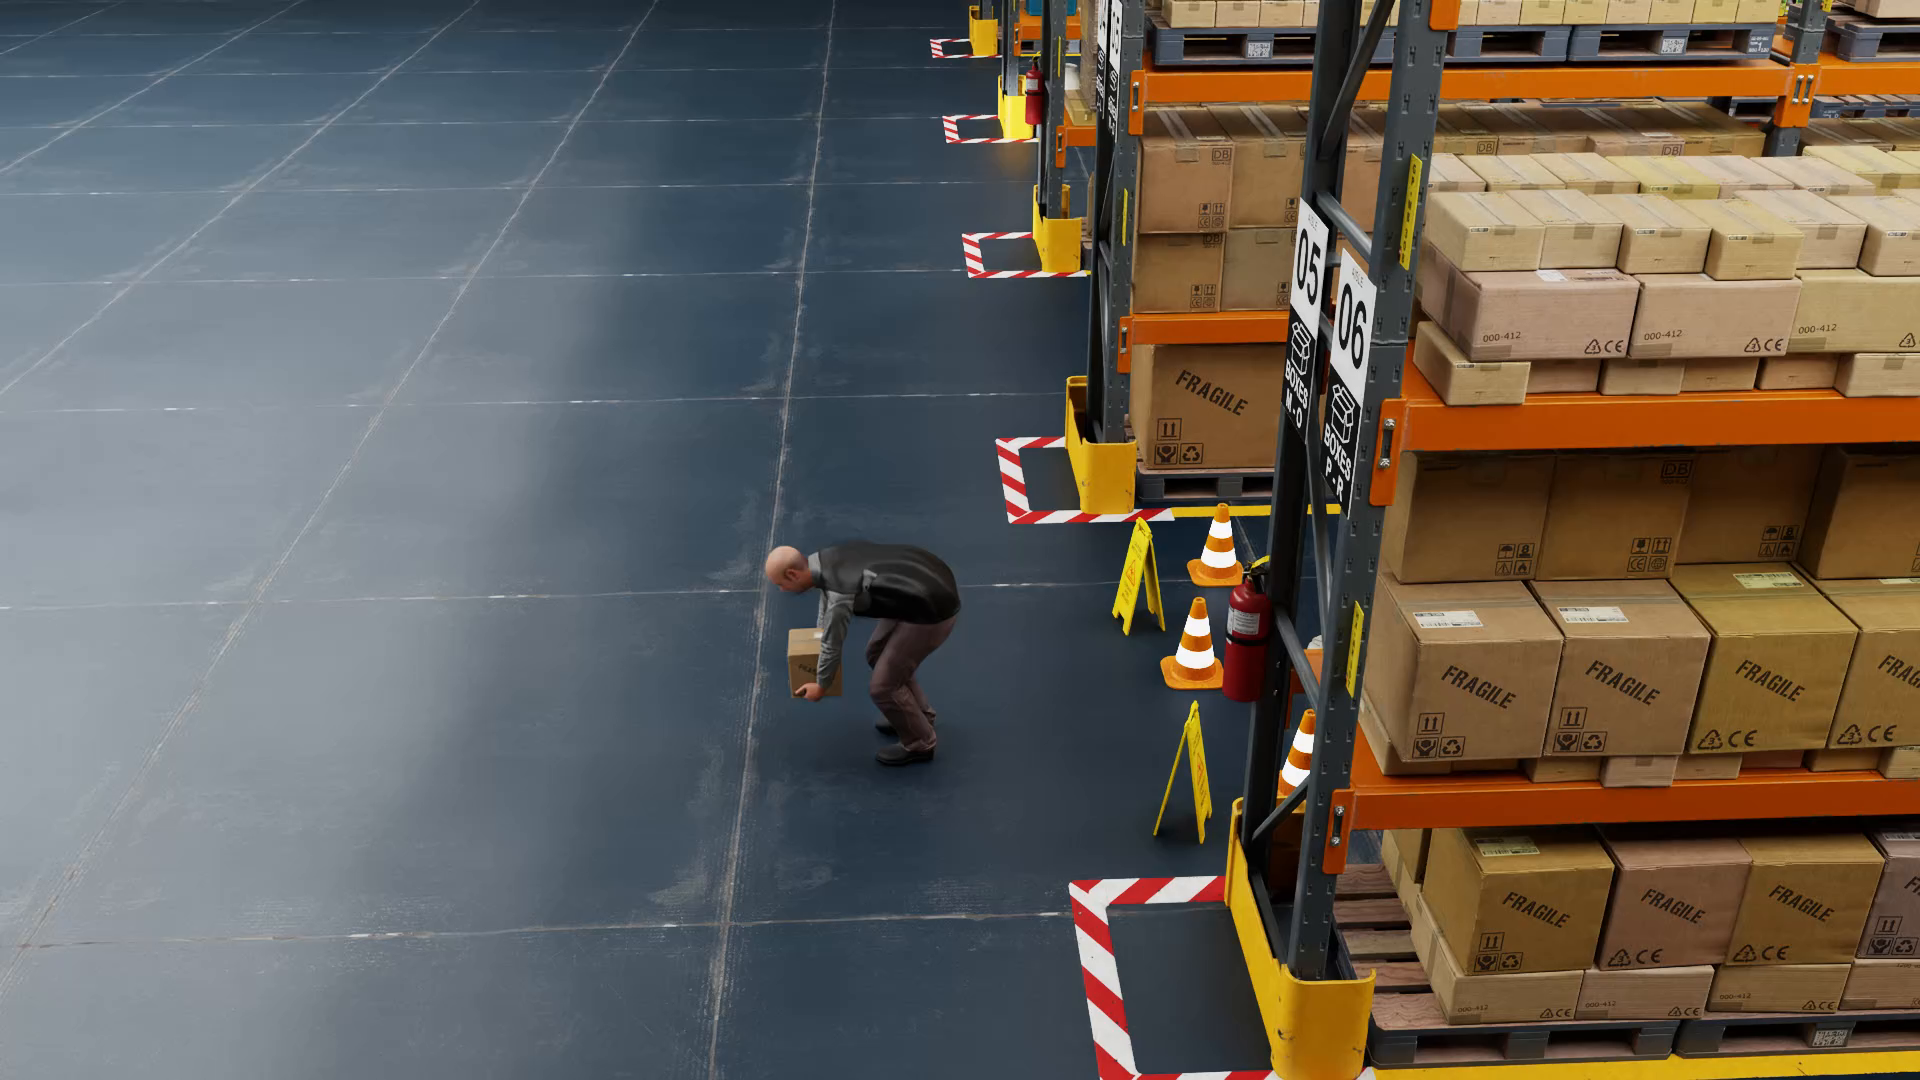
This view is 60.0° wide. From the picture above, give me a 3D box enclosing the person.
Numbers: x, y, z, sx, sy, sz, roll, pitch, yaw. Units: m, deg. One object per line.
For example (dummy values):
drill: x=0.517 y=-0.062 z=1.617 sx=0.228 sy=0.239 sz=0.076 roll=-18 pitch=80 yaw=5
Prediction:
person: x=-0.467 y=0.534 z=8.223 sx=0.937 sy=1.164 sz=0.485 roll=-2 pitch=27 yaw=-5
